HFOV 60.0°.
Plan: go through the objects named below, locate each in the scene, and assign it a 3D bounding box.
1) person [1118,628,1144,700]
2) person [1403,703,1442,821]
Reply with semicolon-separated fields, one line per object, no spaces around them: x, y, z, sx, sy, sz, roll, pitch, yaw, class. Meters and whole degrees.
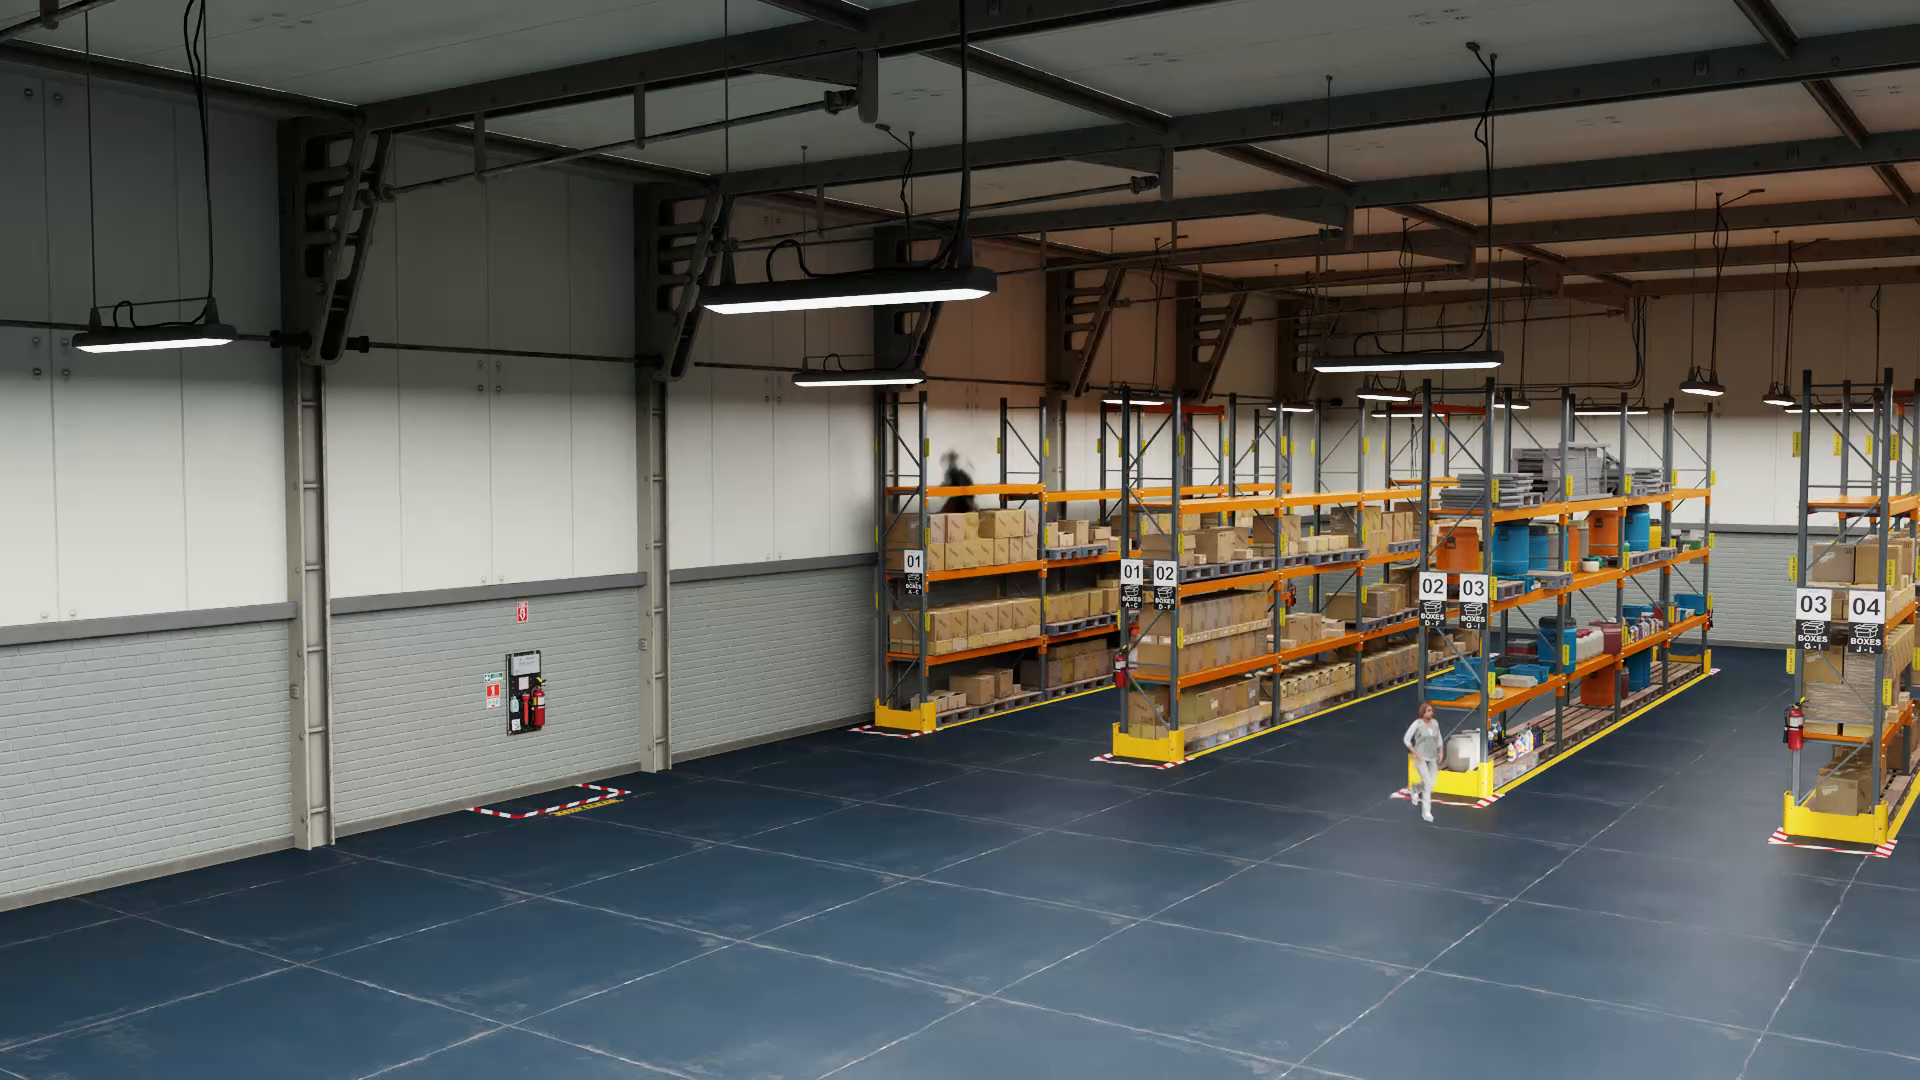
3.068;2.465;29.606;0.640;1.784;0.697;2;4;26;person
6.274;2.982;22.584;0.569;1.579;0.646;-1;3;-18;person
